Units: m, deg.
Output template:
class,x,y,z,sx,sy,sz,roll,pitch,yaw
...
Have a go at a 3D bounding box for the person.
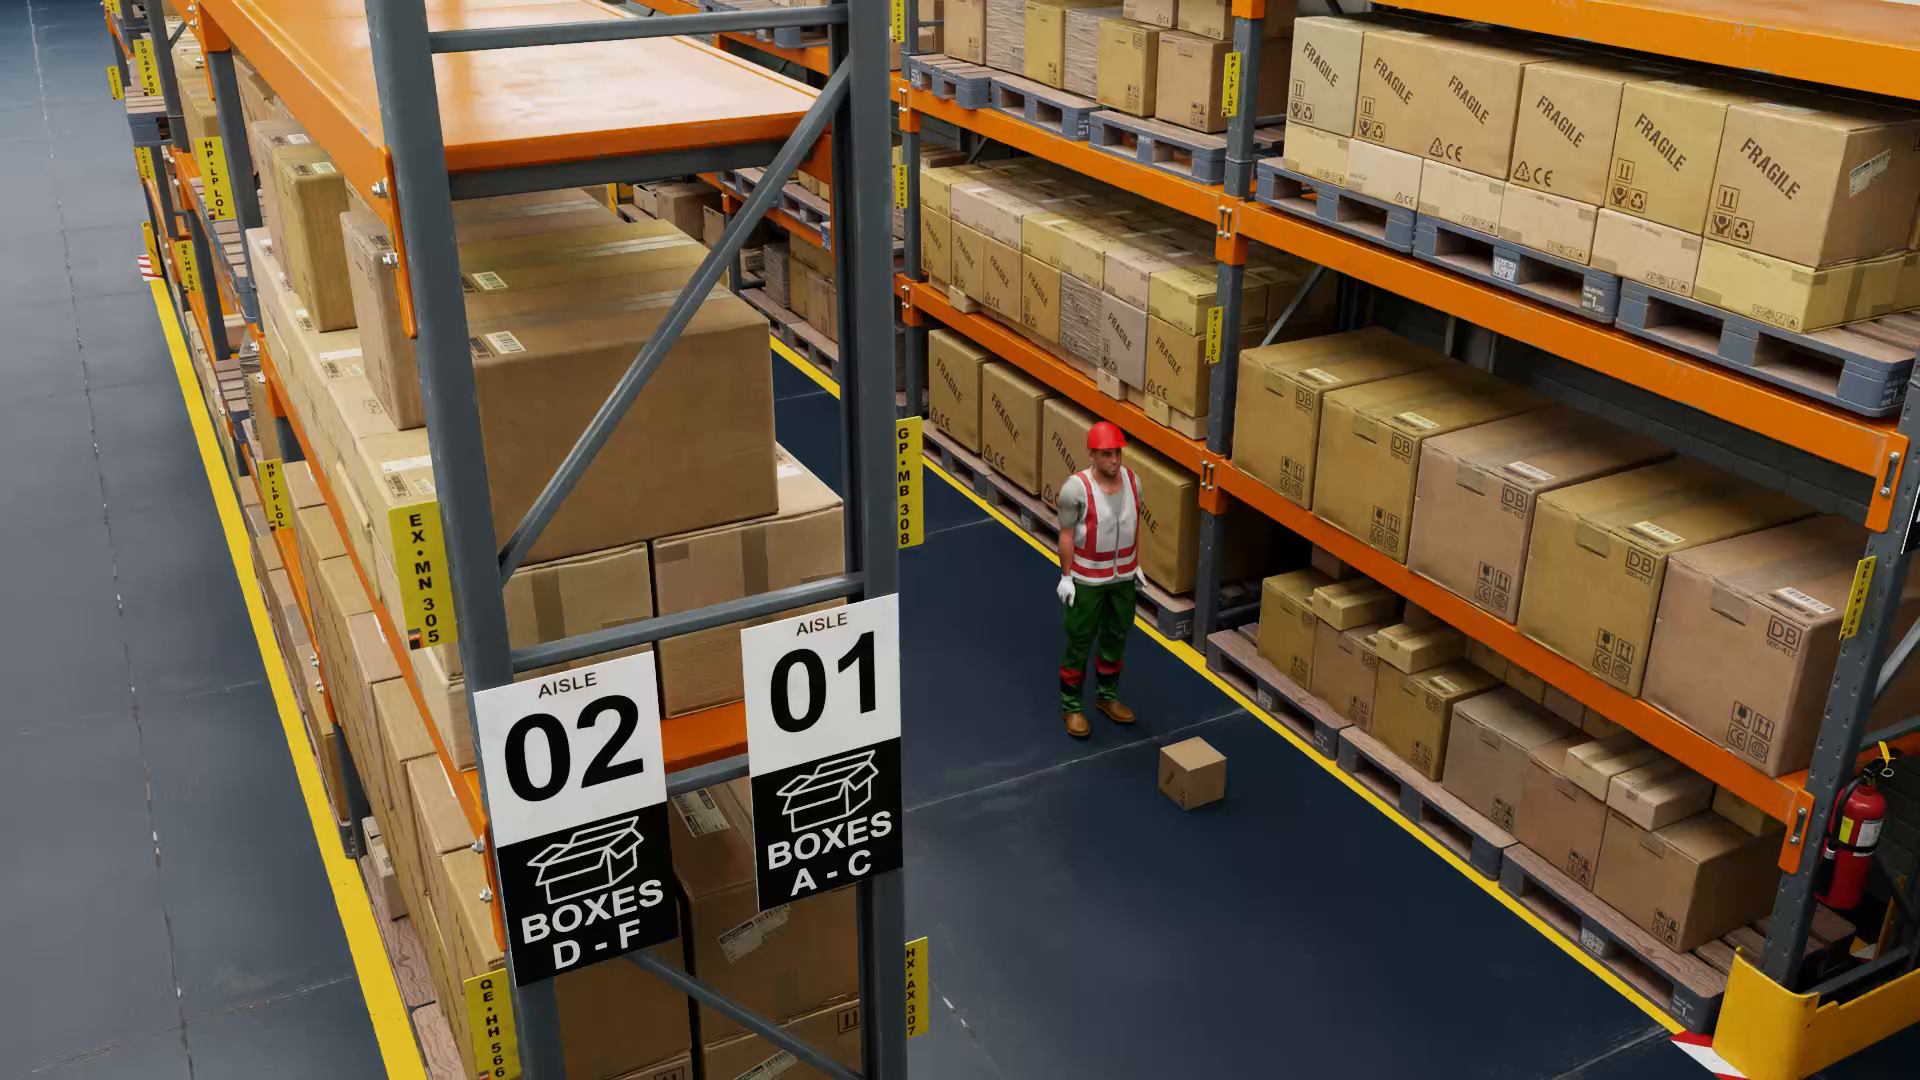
class,x,y,z,sx,sy,sz,roll,pitch,yaw
person,0.793,0.204,9.143,0.526,1.796,0.364,-12,28,-24
